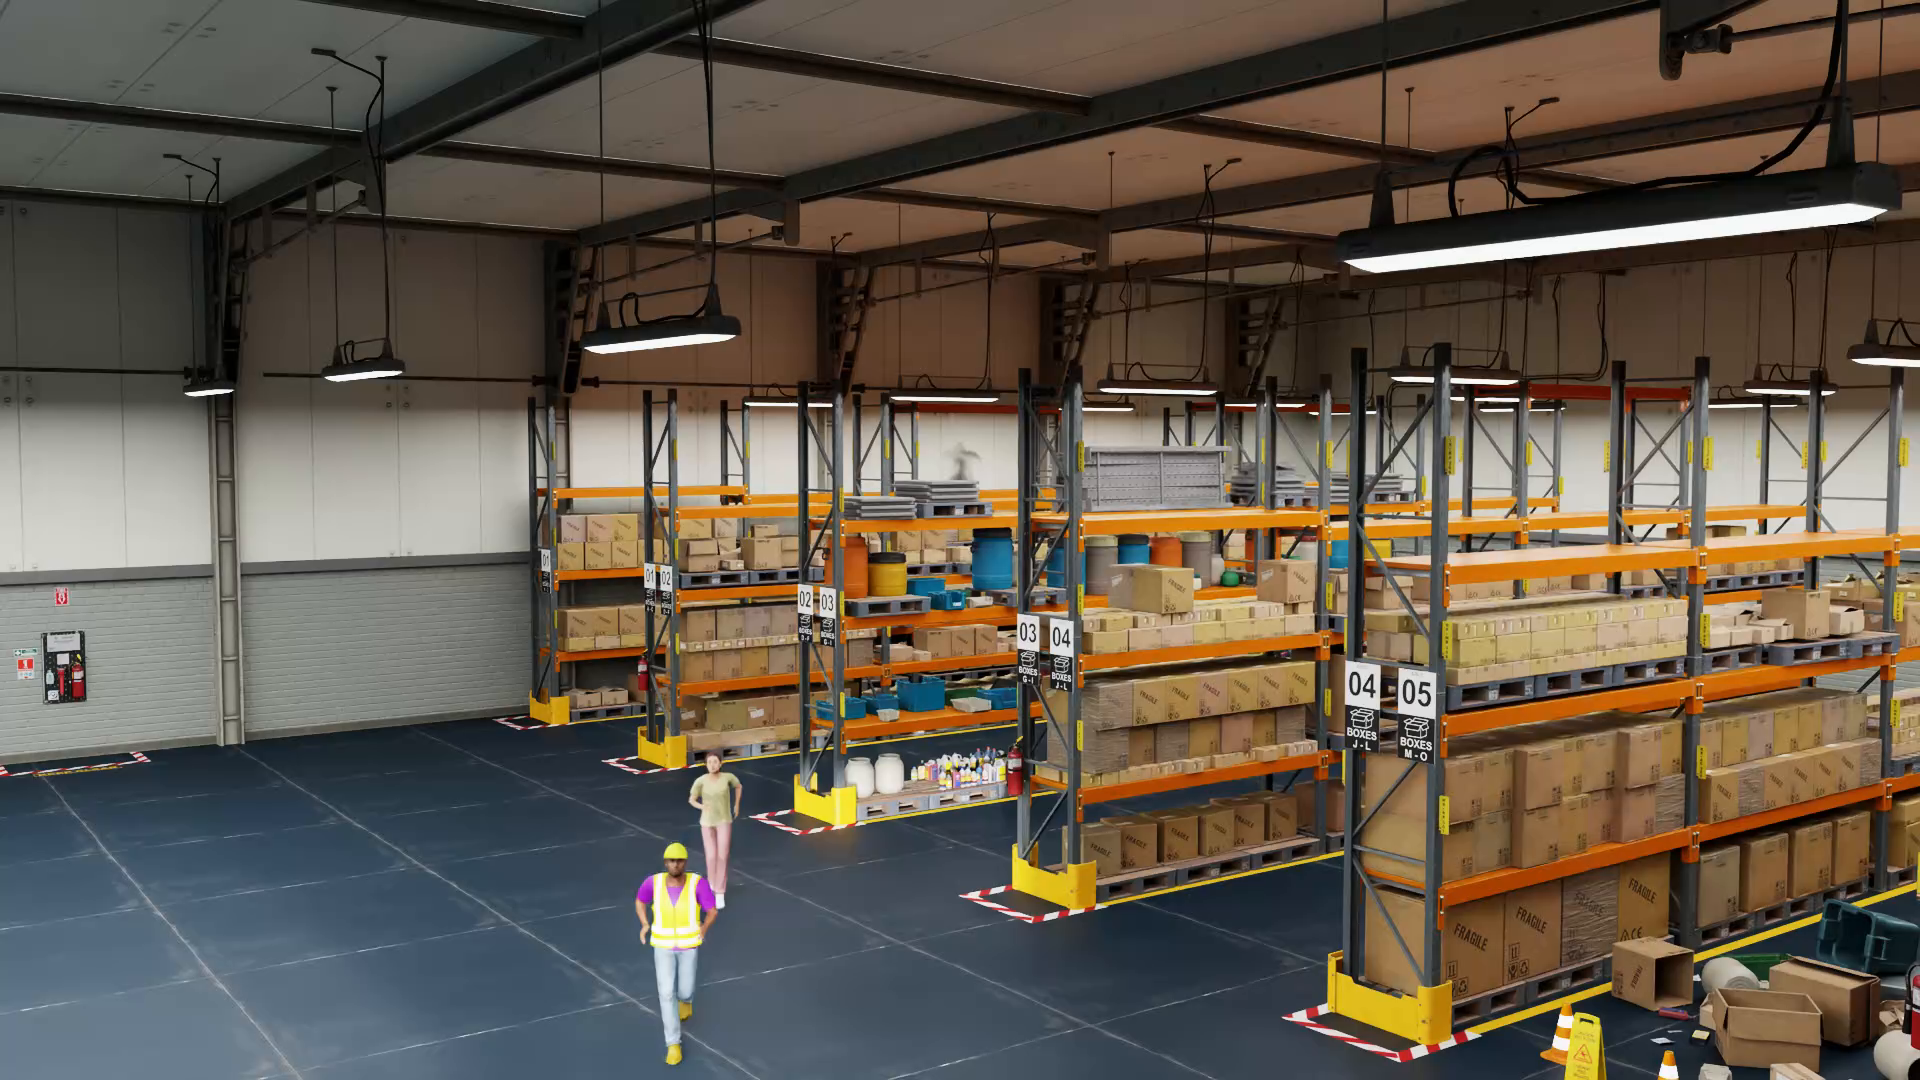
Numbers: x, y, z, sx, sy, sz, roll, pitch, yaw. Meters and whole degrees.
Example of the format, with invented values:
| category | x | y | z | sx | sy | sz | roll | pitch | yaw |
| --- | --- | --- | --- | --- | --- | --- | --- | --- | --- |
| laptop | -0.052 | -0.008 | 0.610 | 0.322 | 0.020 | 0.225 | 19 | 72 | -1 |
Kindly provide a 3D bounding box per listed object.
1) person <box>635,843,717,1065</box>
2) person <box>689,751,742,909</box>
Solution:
| category | x | y | z | sx | sy | sz | roll | pitch | yaw |
| --- | --- | --- | --- | --- | --- | --- | --- | --- | --- |
| person | -2.419 | 3.453 | 14.180 | 0.699 | 1.768 | 0.924 | 0 | 3 | -8 |
| person | -2.759 | 3.231 | 18.751 | 0.580 | 1.714 | 0.773 | 0 | 3 | -4 |
